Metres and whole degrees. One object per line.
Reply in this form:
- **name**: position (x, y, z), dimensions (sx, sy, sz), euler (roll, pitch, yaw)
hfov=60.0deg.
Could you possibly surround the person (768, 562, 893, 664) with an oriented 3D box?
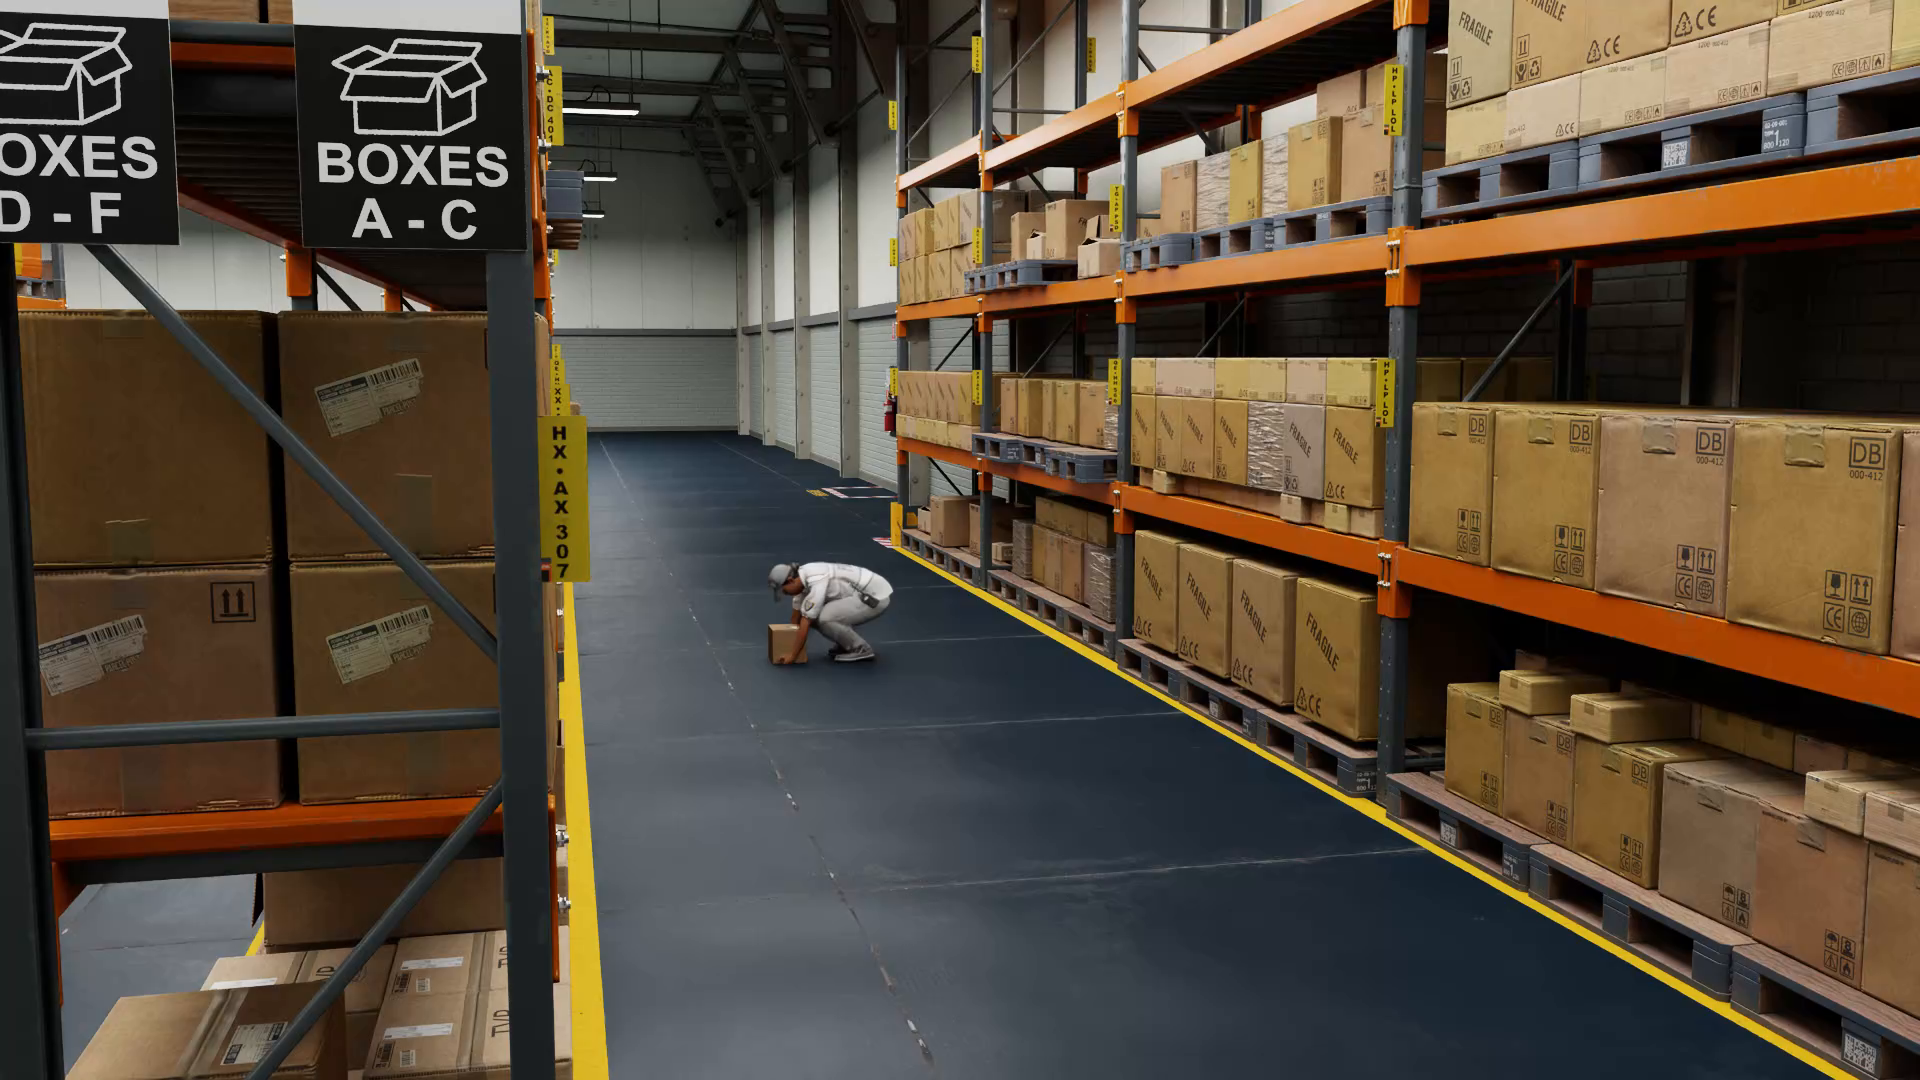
- **person**: position (-0.956, 0.528, 12.250), dimensions (0.922, 0.760, 0.501), euler (-2, 6, -15)
